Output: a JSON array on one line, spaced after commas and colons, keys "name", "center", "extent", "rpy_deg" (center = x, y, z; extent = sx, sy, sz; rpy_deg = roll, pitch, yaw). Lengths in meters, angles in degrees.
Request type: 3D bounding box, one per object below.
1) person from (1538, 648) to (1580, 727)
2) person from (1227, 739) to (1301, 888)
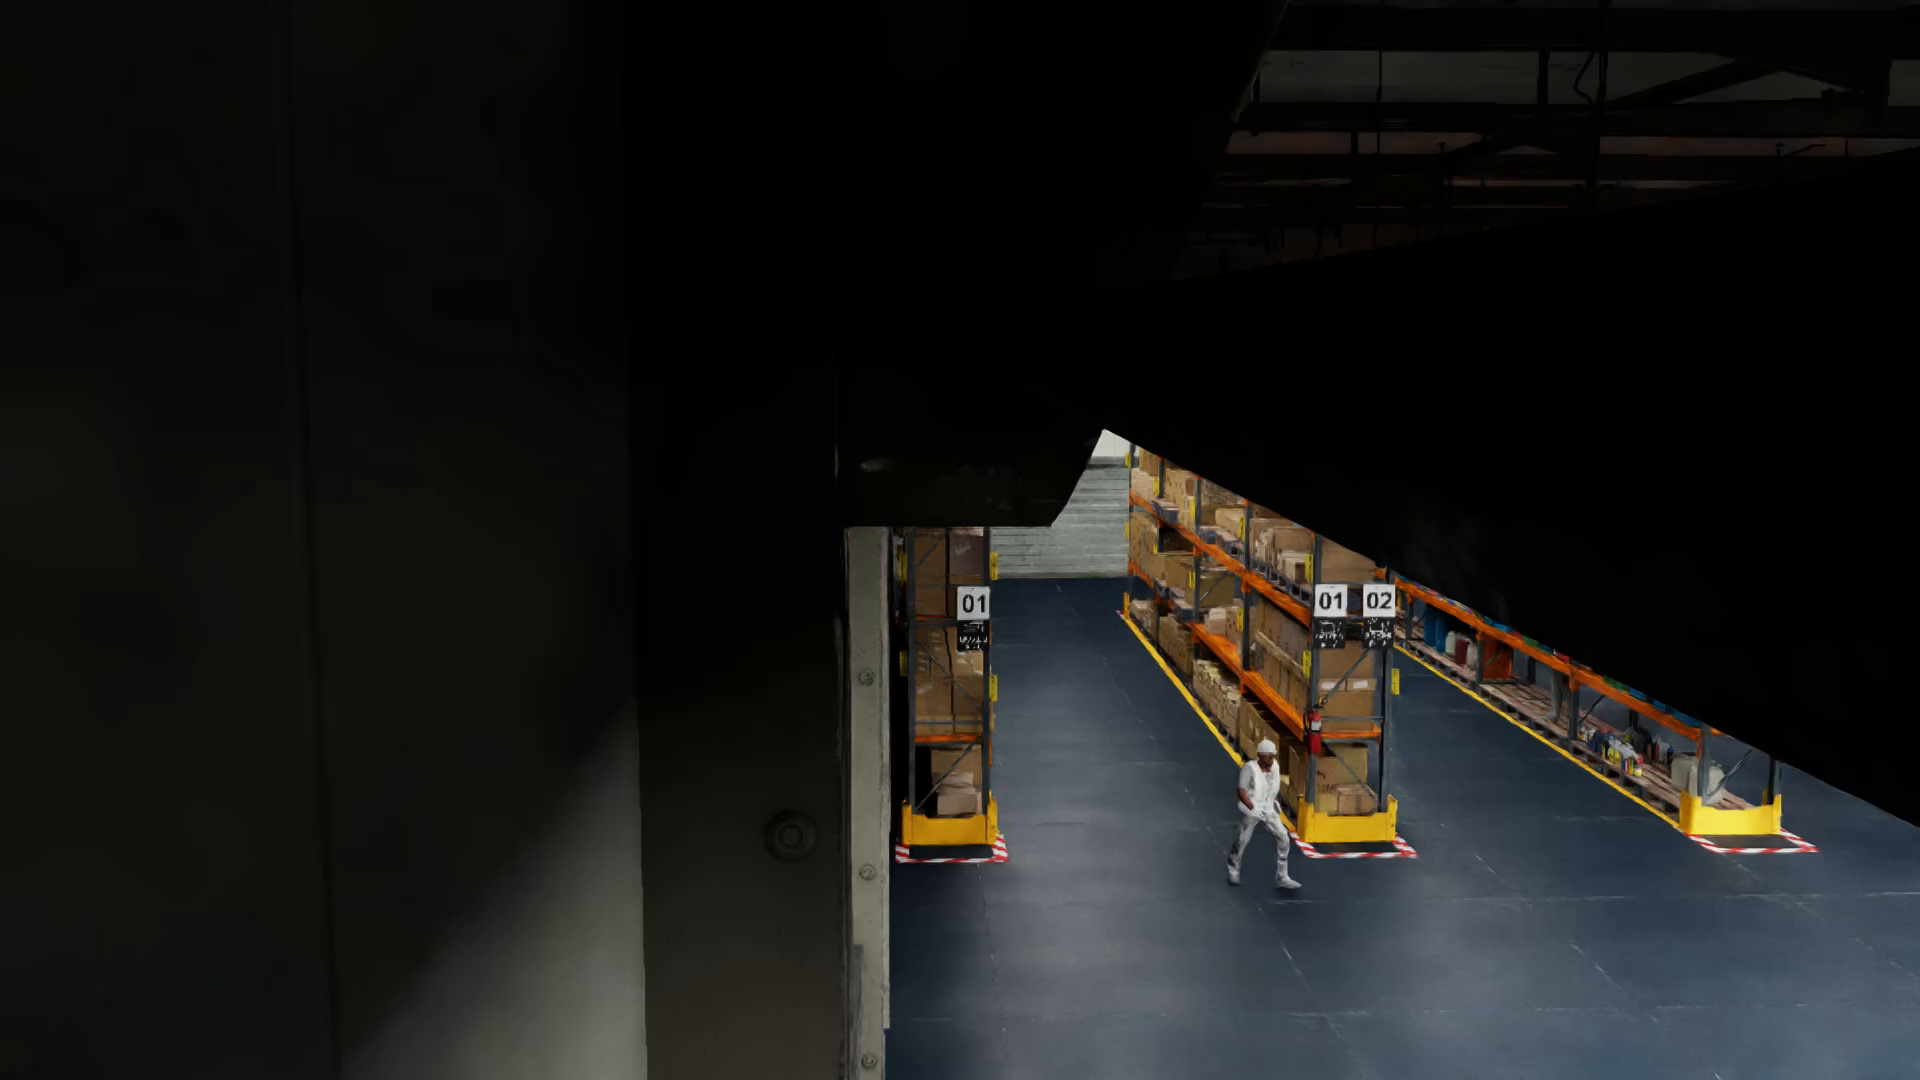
[{"name": "person", "center": [9.265, 2.004, 25.625], "extent": [0.555, 1.662, 0.659], "rpy_deg": [1, 7, 6]}, {"name": "person", "center": [3.389, 3.070, 18.801], "extent": [0.691, 1.722, 0.777], "rpy_deg": [-3, 8, -23]}]
